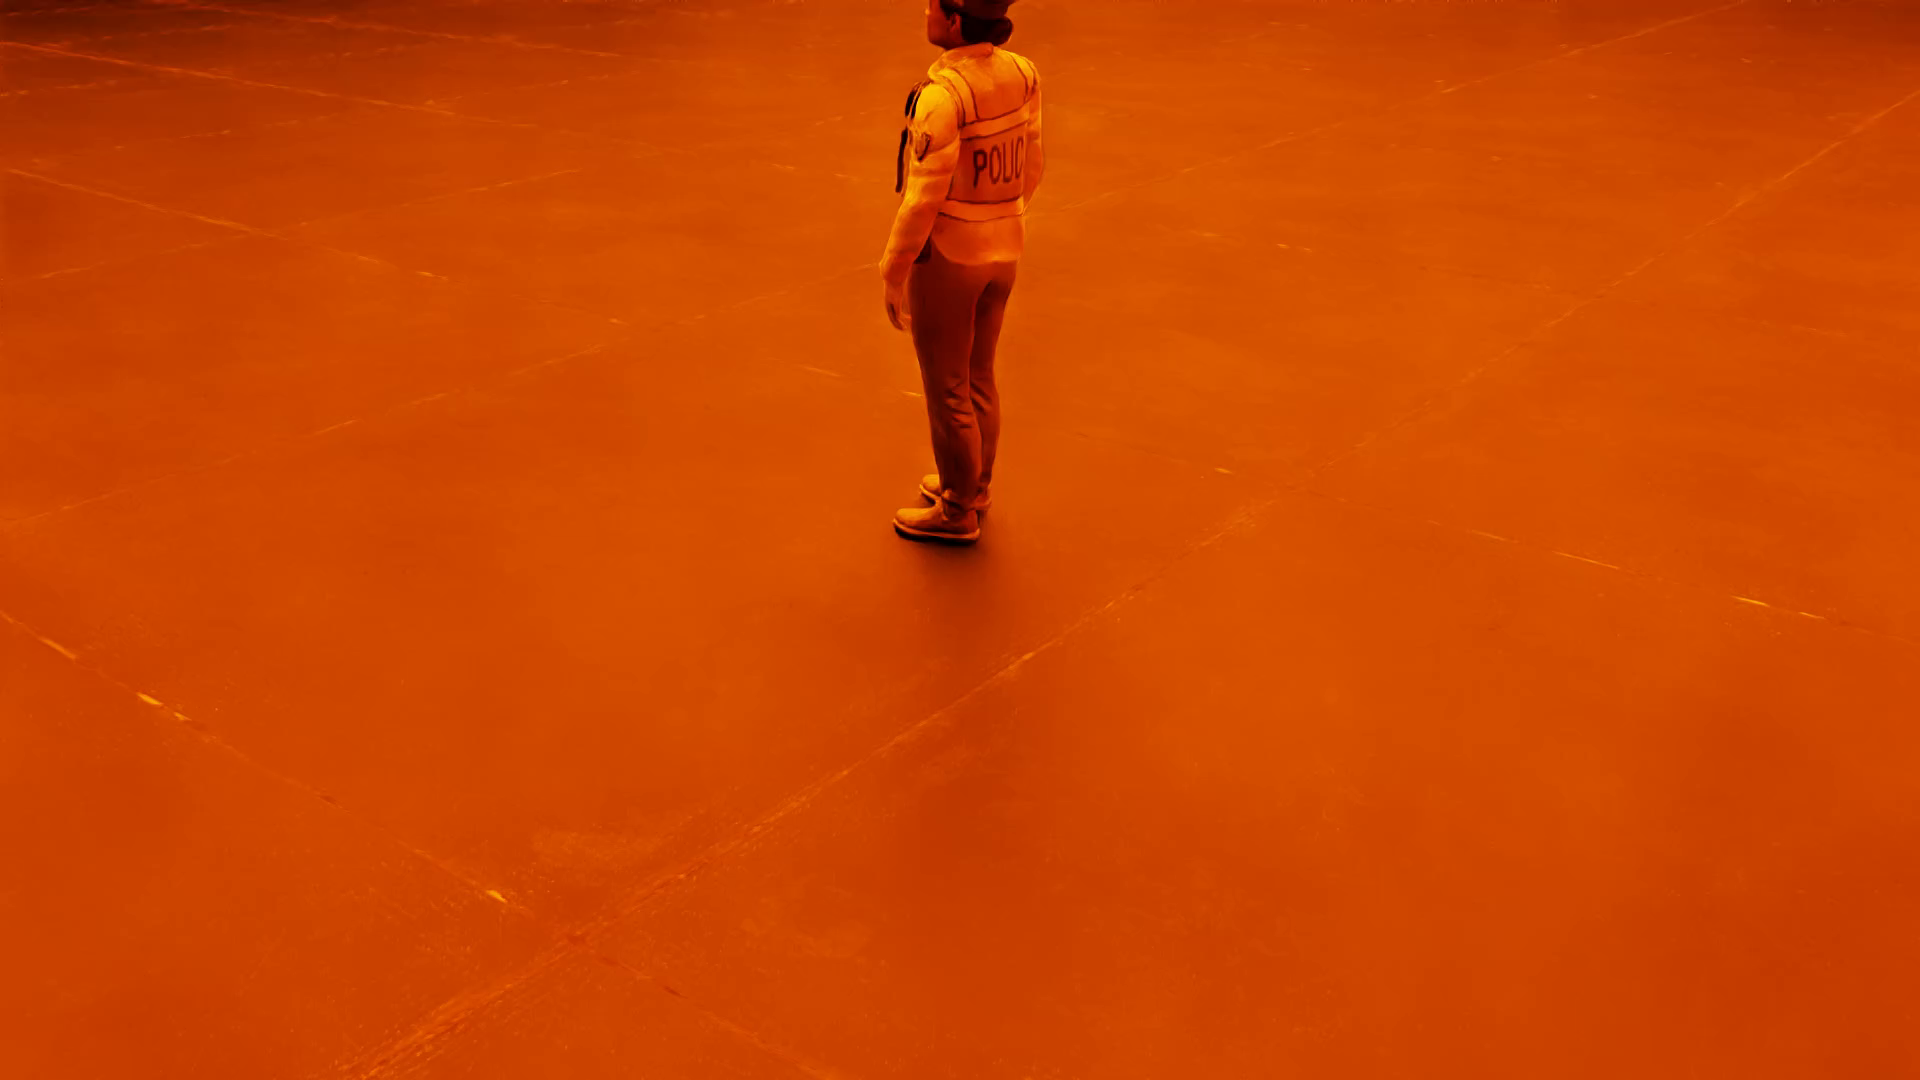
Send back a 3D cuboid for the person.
[{"bbox_3d":[-0.049,-0.803,4.717,0.533,1.695,0.586,17,29,34],"label":"person"}]
